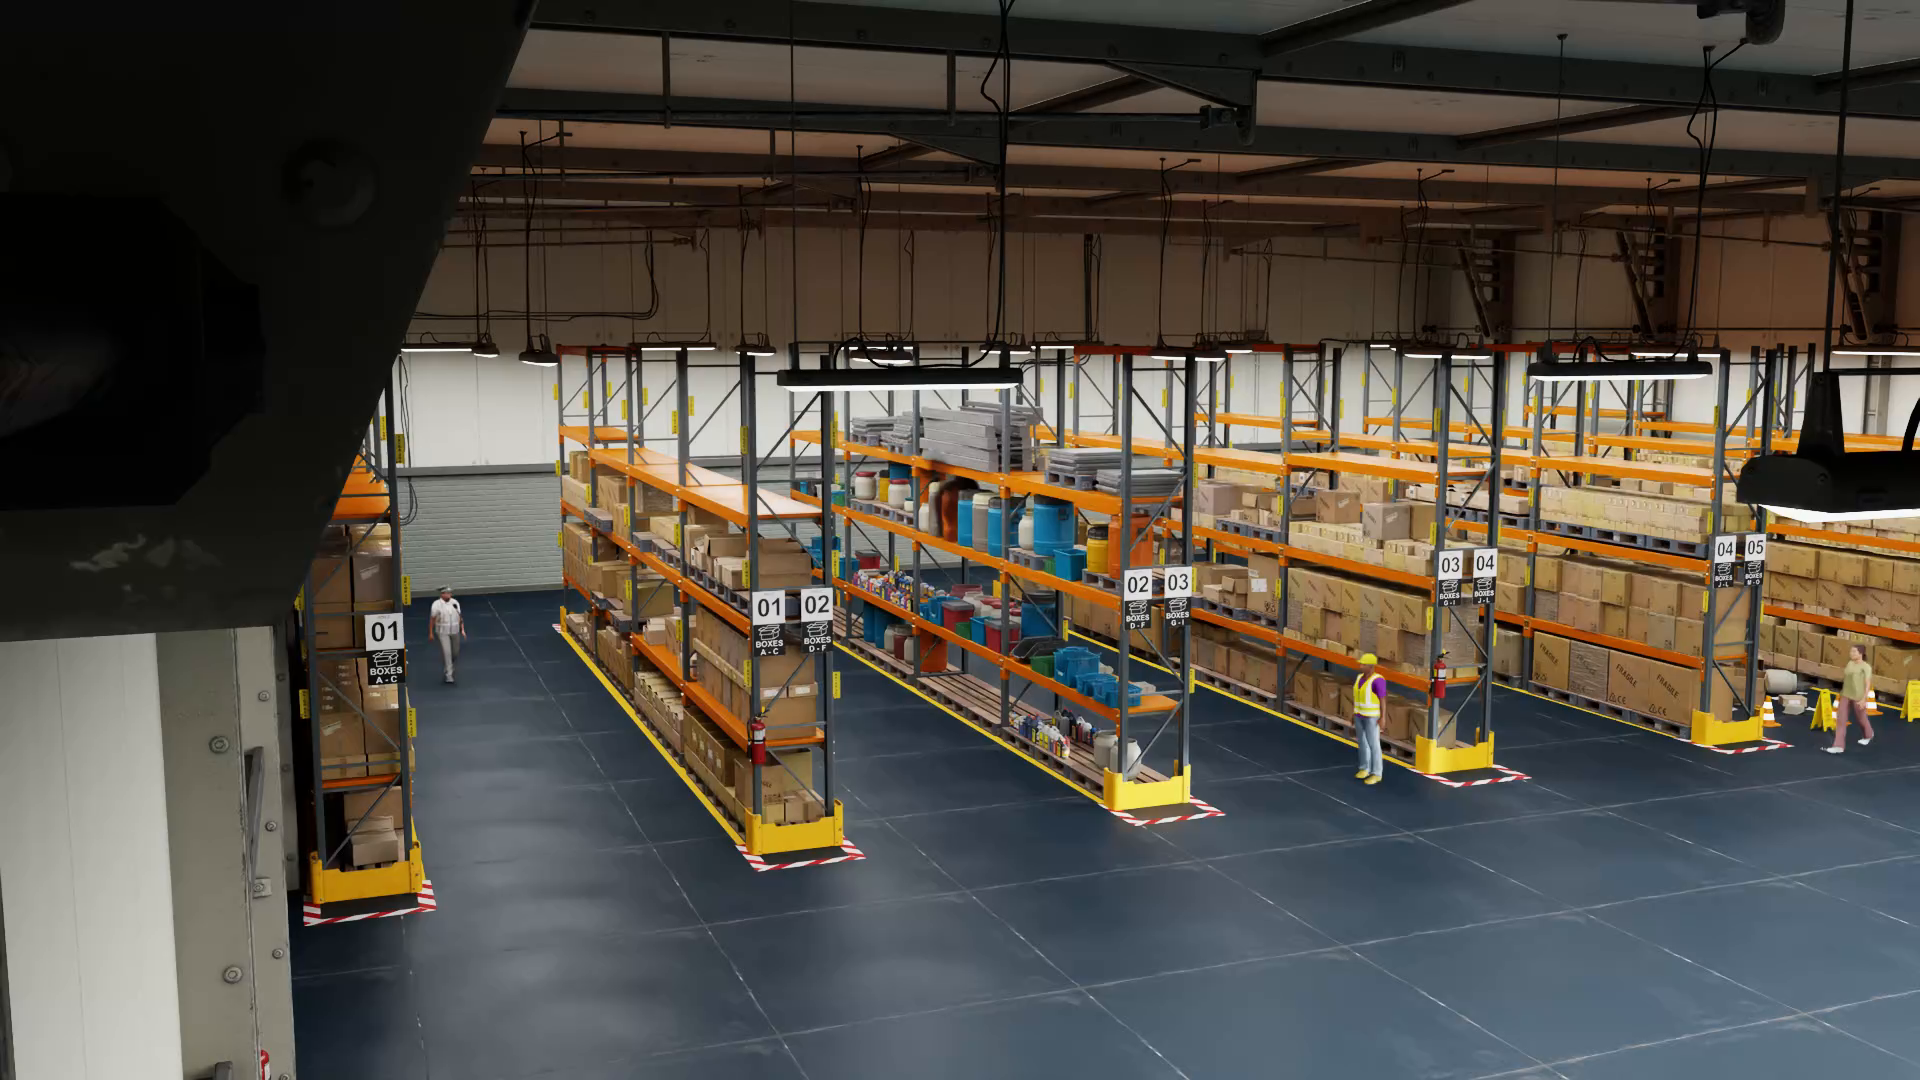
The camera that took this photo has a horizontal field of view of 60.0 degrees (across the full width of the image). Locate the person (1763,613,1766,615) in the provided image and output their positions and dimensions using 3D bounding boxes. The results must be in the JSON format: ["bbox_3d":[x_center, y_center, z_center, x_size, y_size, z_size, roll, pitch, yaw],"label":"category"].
[{"bbox_3d":[16.810,1.014,34.954,0.638,1.822,0.580,-5,9,-33],"label":"person"}]

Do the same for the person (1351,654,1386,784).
[{"bbox_3d":[5.716,2.488,23.407,0.443,1.770,0.653,-4,8,-26],"label":"person"}]

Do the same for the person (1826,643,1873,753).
[{"bbox_3d":[13.422,2.364,24.916,0.984,1.634,0.434,-7,10,-43],"label":"person"}]

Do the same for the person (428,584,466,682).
[{"bbox_3d":[-9.286,1.652,30.083,0.645,1.730,0.980,-5,9,-32],"label":"person"}]
